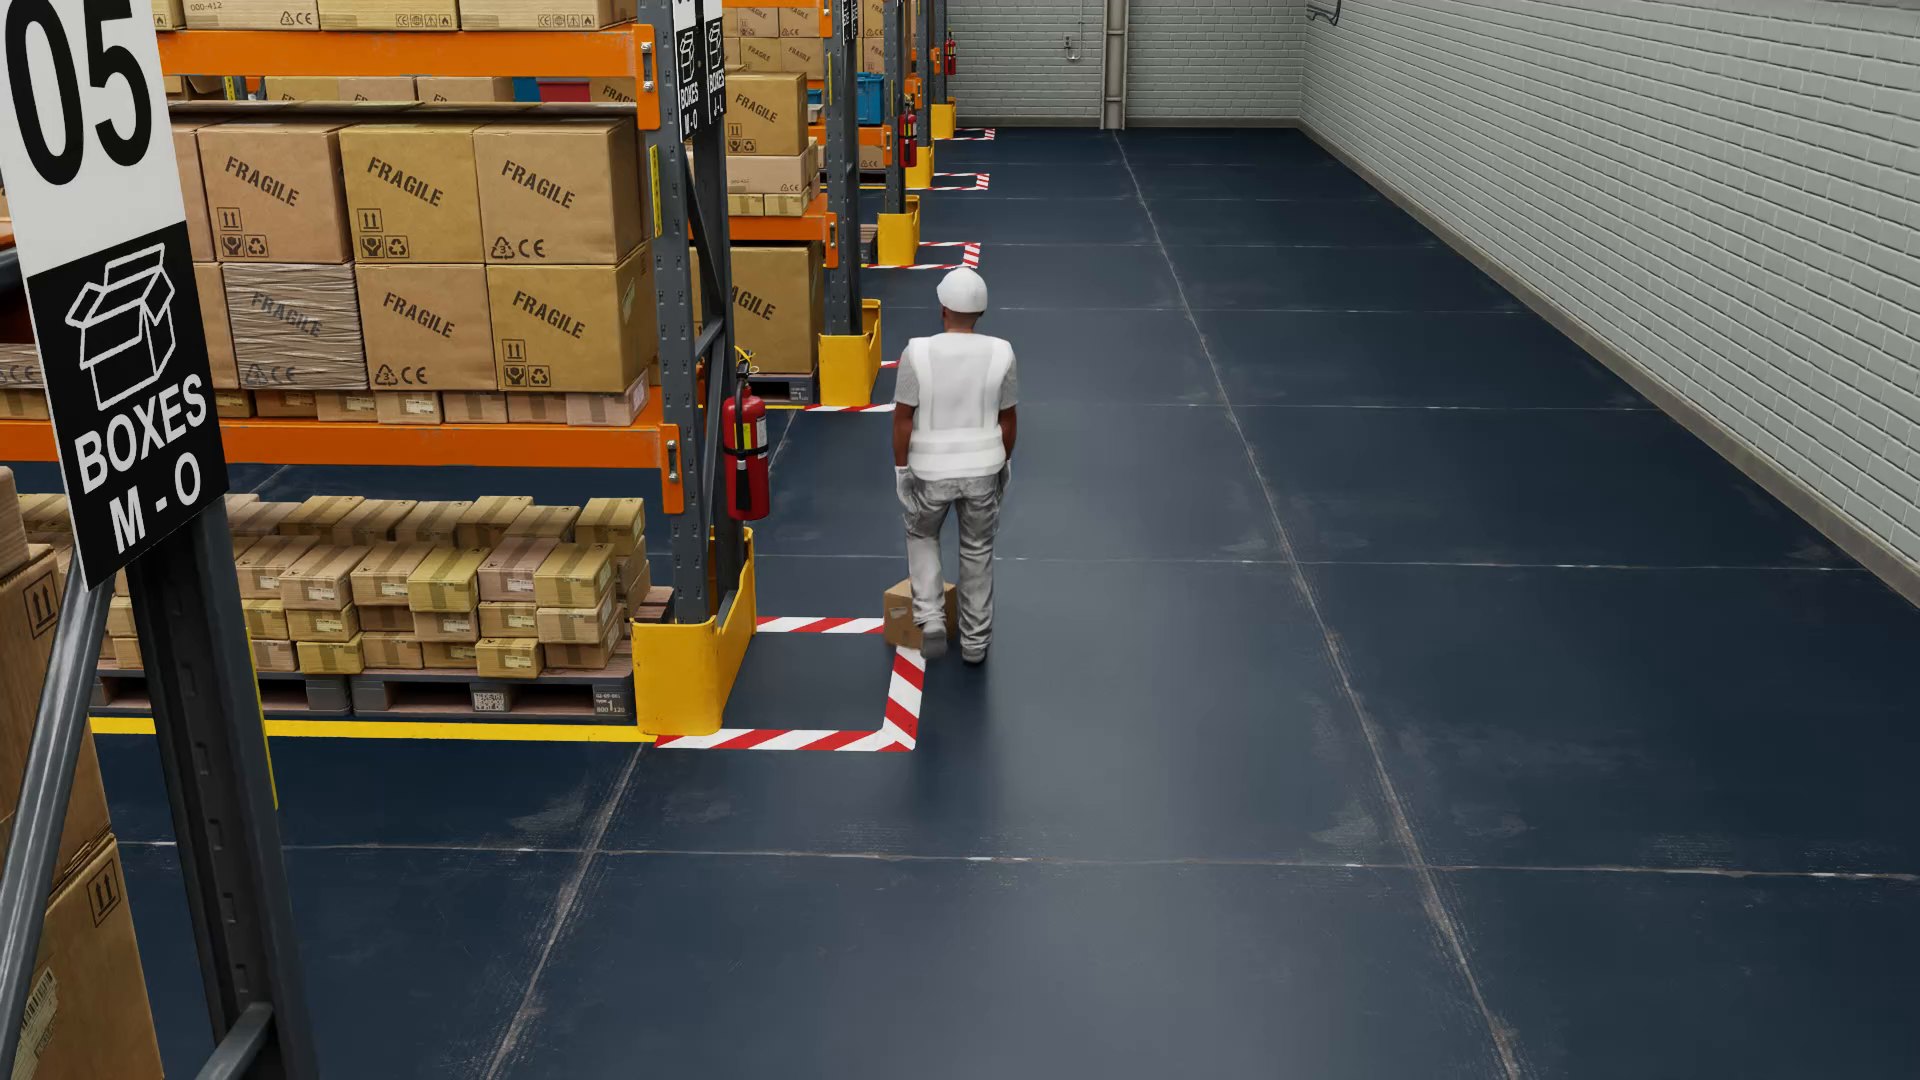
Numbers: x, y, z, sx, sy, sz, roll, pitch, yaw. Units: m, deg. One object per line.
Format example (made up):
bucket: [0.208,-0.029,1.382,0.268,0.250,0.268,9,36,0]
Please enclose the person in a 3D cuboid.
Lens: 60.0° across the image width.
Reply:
person: [-0.020,-0.304,7.297,0.557,1.779,0.492,-1,21,-4]
